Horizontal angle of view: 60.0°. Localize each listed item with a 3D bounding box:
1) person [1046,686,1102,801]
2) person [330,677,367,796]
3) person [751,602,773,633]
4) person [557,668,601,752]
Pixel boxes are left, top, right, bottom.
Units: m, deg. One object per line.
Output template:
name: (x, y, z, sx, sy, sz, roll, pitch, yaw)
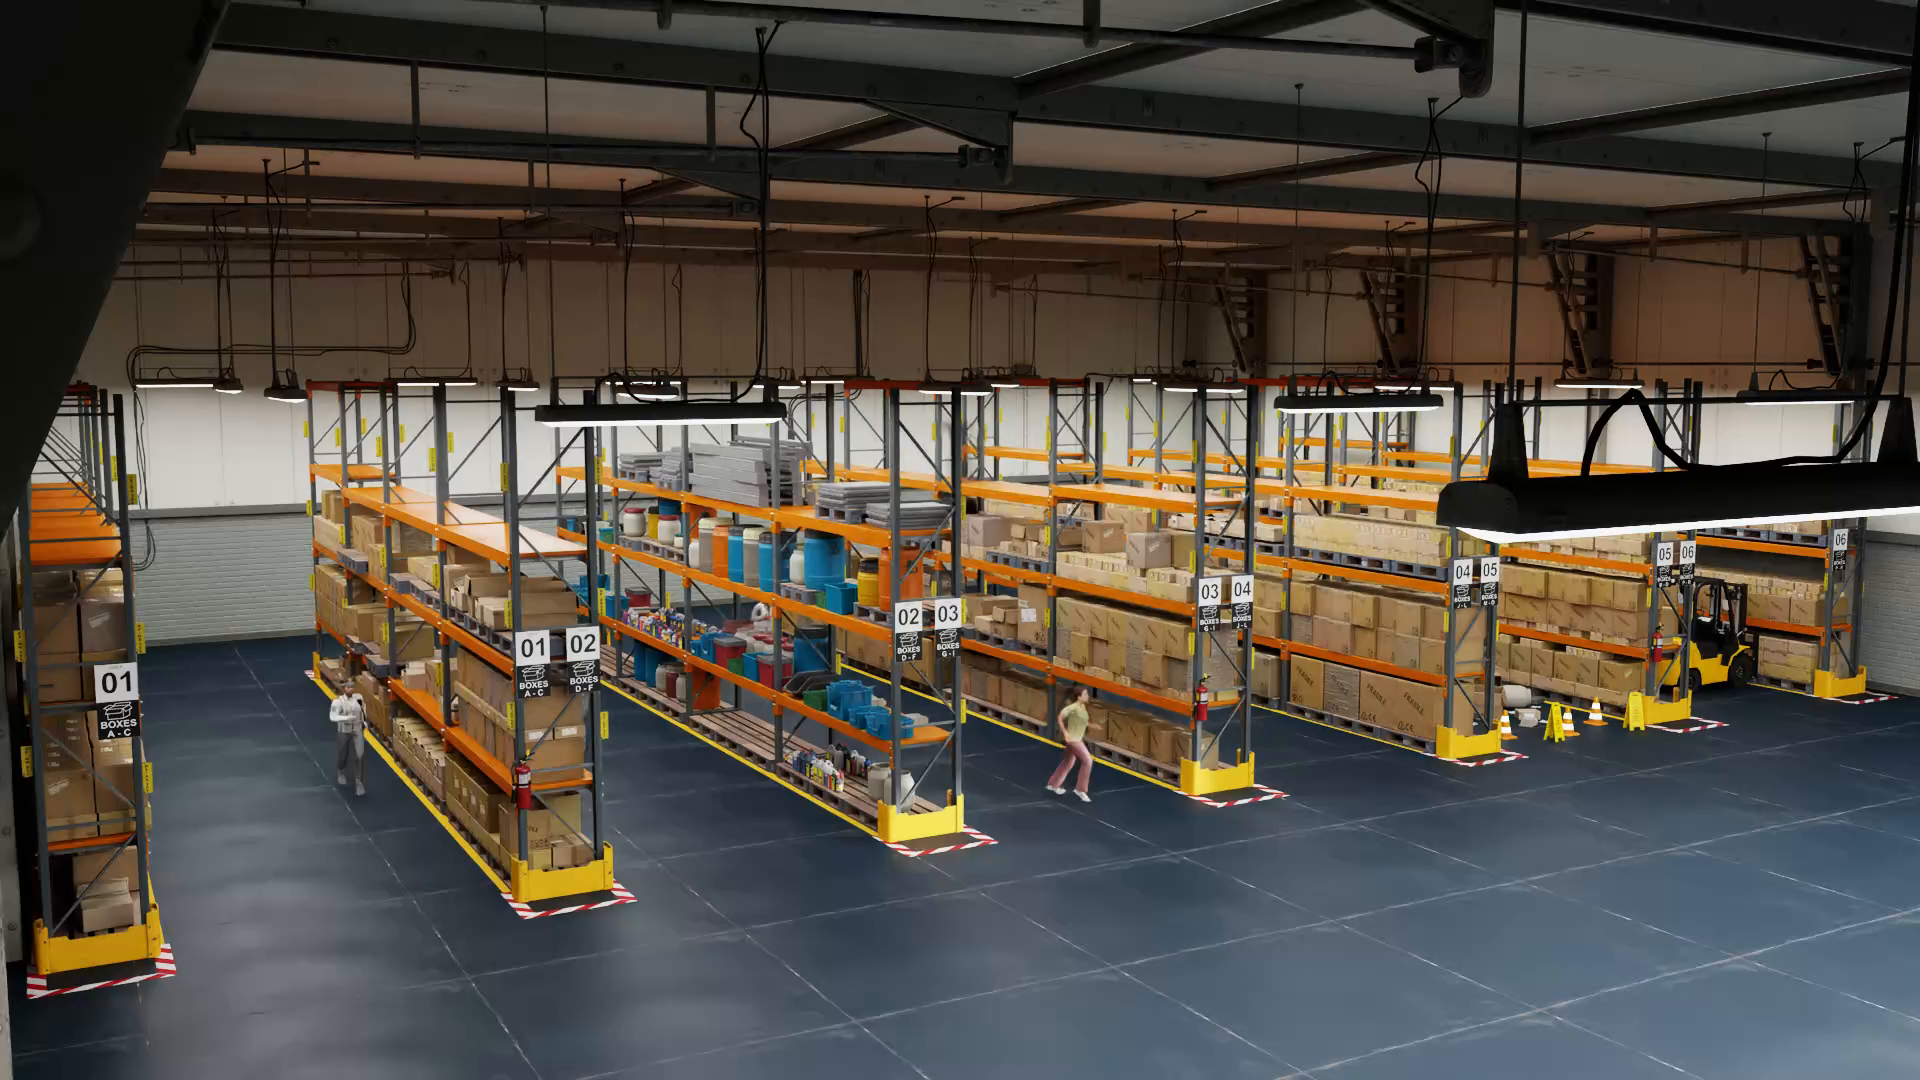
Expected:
person: (1.644, 2.959, 24.168, 0.821, 1.711, 0.514, 2, 6, 14)
person: (-9.034, 2.858, 24.600, 0.589, 1.720, 0.883, -4, 7, -34)
person: (-4.037, 1.871, 33.900, 0.654, 1.786, 0.959, -4, 7, -33)
person: (-6.263, 2.523, 27.480, 0.657, 1.826, 0.882, -3, 7, -28)
